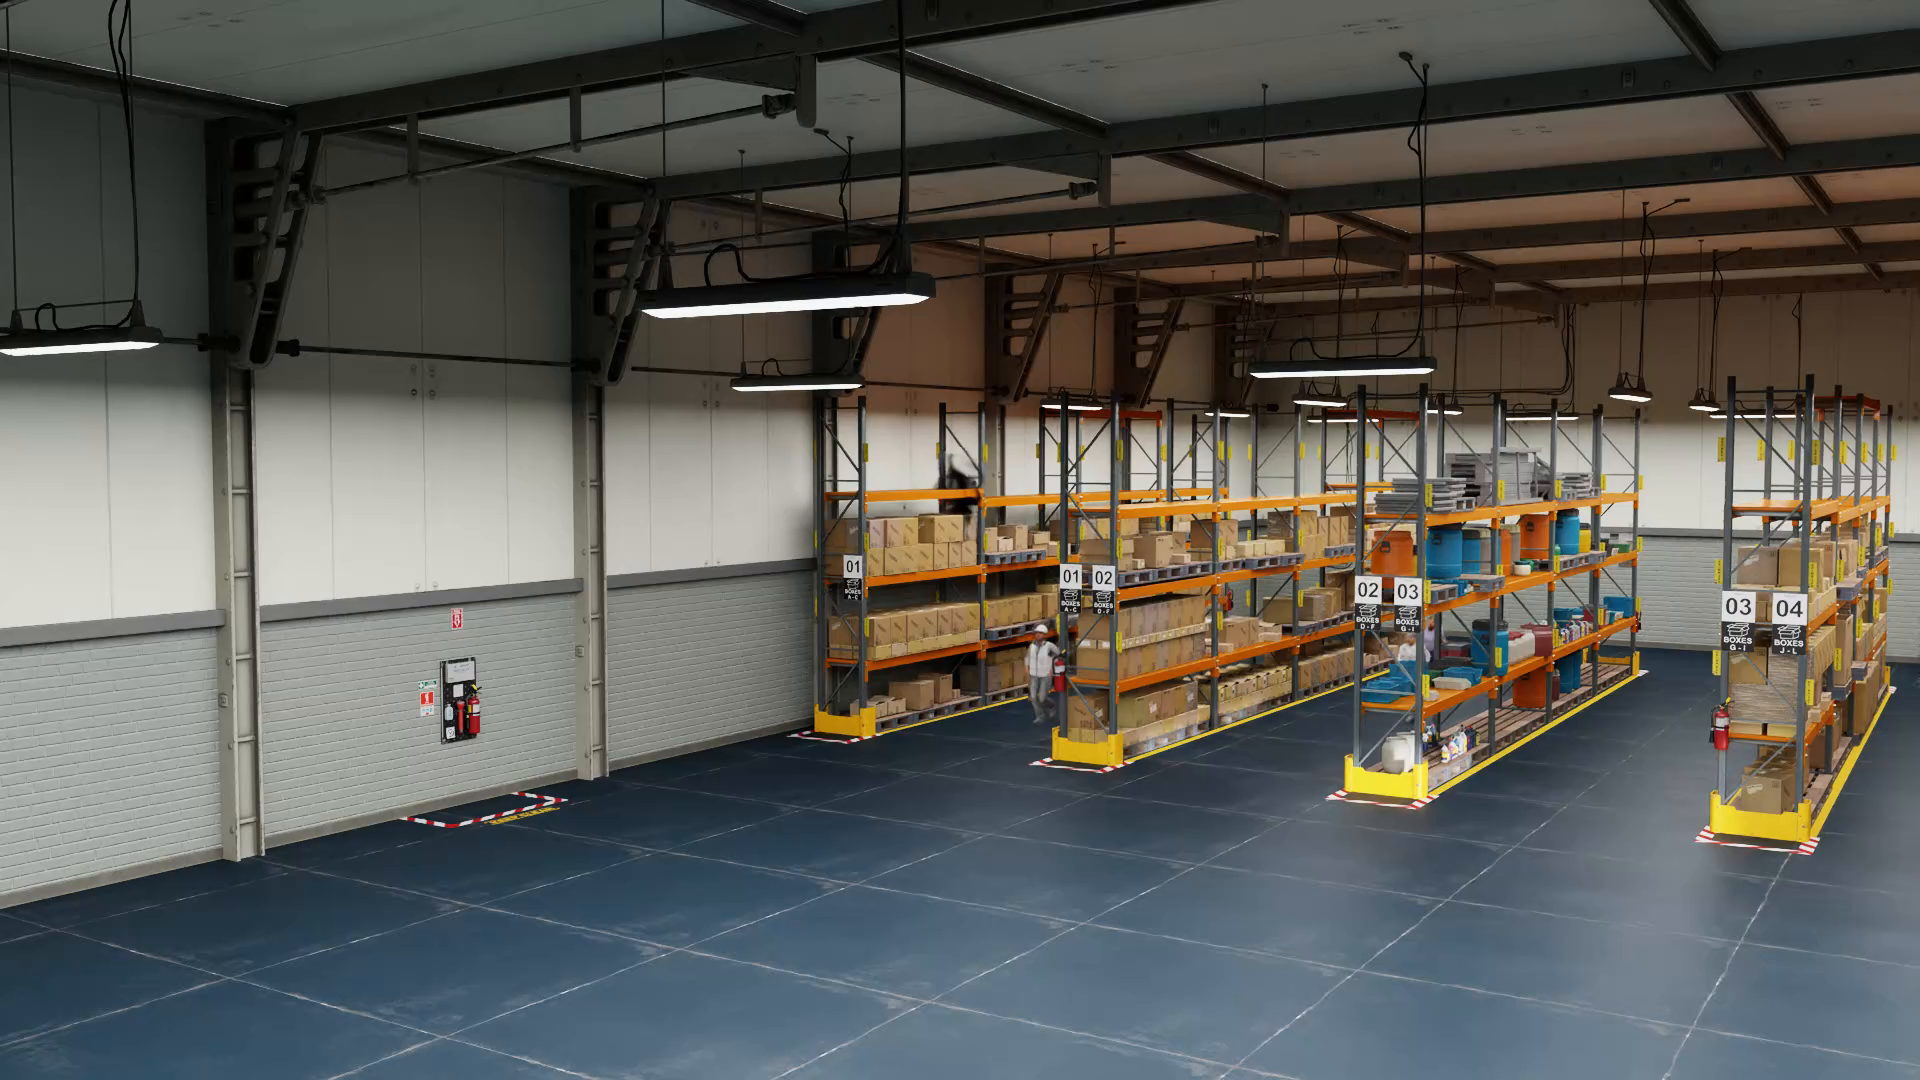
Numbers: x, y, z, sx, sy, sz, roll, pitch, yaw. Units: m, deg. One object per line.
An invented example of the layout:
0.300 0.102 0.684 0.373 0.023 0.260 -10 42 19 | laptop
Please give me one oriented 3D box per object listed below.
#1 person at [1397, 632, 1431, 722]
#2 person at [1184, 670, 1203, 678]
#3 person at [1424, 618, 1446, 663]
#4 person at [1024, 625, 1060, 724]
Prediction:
8.485 2.515 31.179 0.585 1.689 0.934 2 4 36 | person
4.964 2.316 35.701 0.615 1.624 0.707 1 3 26 | person
9.697 2.406 34.250 0.614 1.606 0.578 1 3 26 | person
1.429 2.338 28.911 0.706 1.729 0.609 2 3 30 | person
